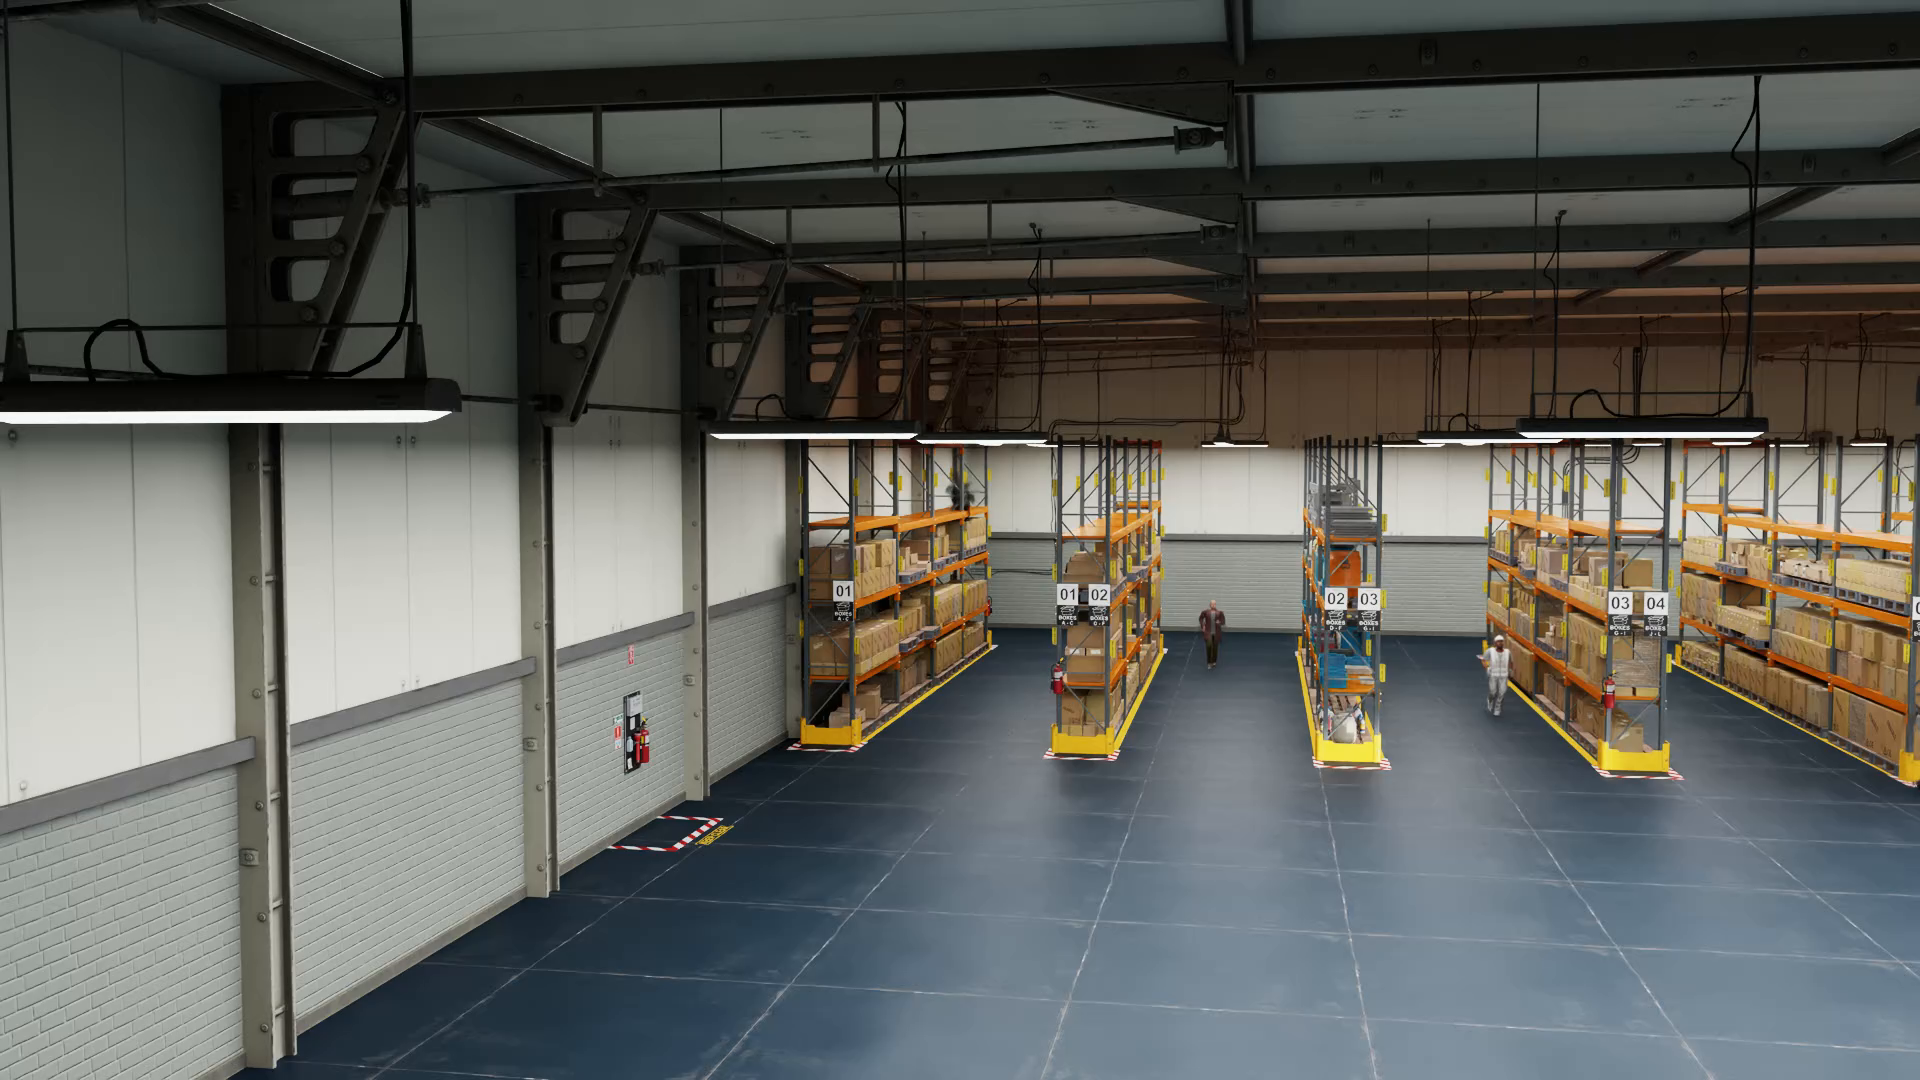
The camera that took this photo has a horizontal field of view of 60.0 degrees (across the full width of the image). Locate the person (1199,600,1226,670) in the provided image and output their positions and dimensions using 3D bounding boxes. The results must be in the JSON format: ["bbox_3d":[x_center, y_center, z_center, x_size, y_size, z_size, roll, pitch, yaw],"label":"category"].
[{"bbox_3d":[6.613,2.492,43.550,0.685,1.837,0.777,0,3,5],"label":"person"}]

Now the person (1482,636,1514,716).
[{"bbox_3d":[11.568,2.918,35.729,0.661,1.736,0.589,0,3,6],"label":"person"}]

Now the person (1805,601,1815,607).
[{"bbox_3d":[23.186,2.473,45.214,0.647,1.646,0.580,1,3,15],"label":"person"}]

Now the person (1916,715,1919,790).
[{"bbox_3d":[16.221,3.385,27.496,0.647,1.701,0.690,-2,4,-31],"label":"person"}]
